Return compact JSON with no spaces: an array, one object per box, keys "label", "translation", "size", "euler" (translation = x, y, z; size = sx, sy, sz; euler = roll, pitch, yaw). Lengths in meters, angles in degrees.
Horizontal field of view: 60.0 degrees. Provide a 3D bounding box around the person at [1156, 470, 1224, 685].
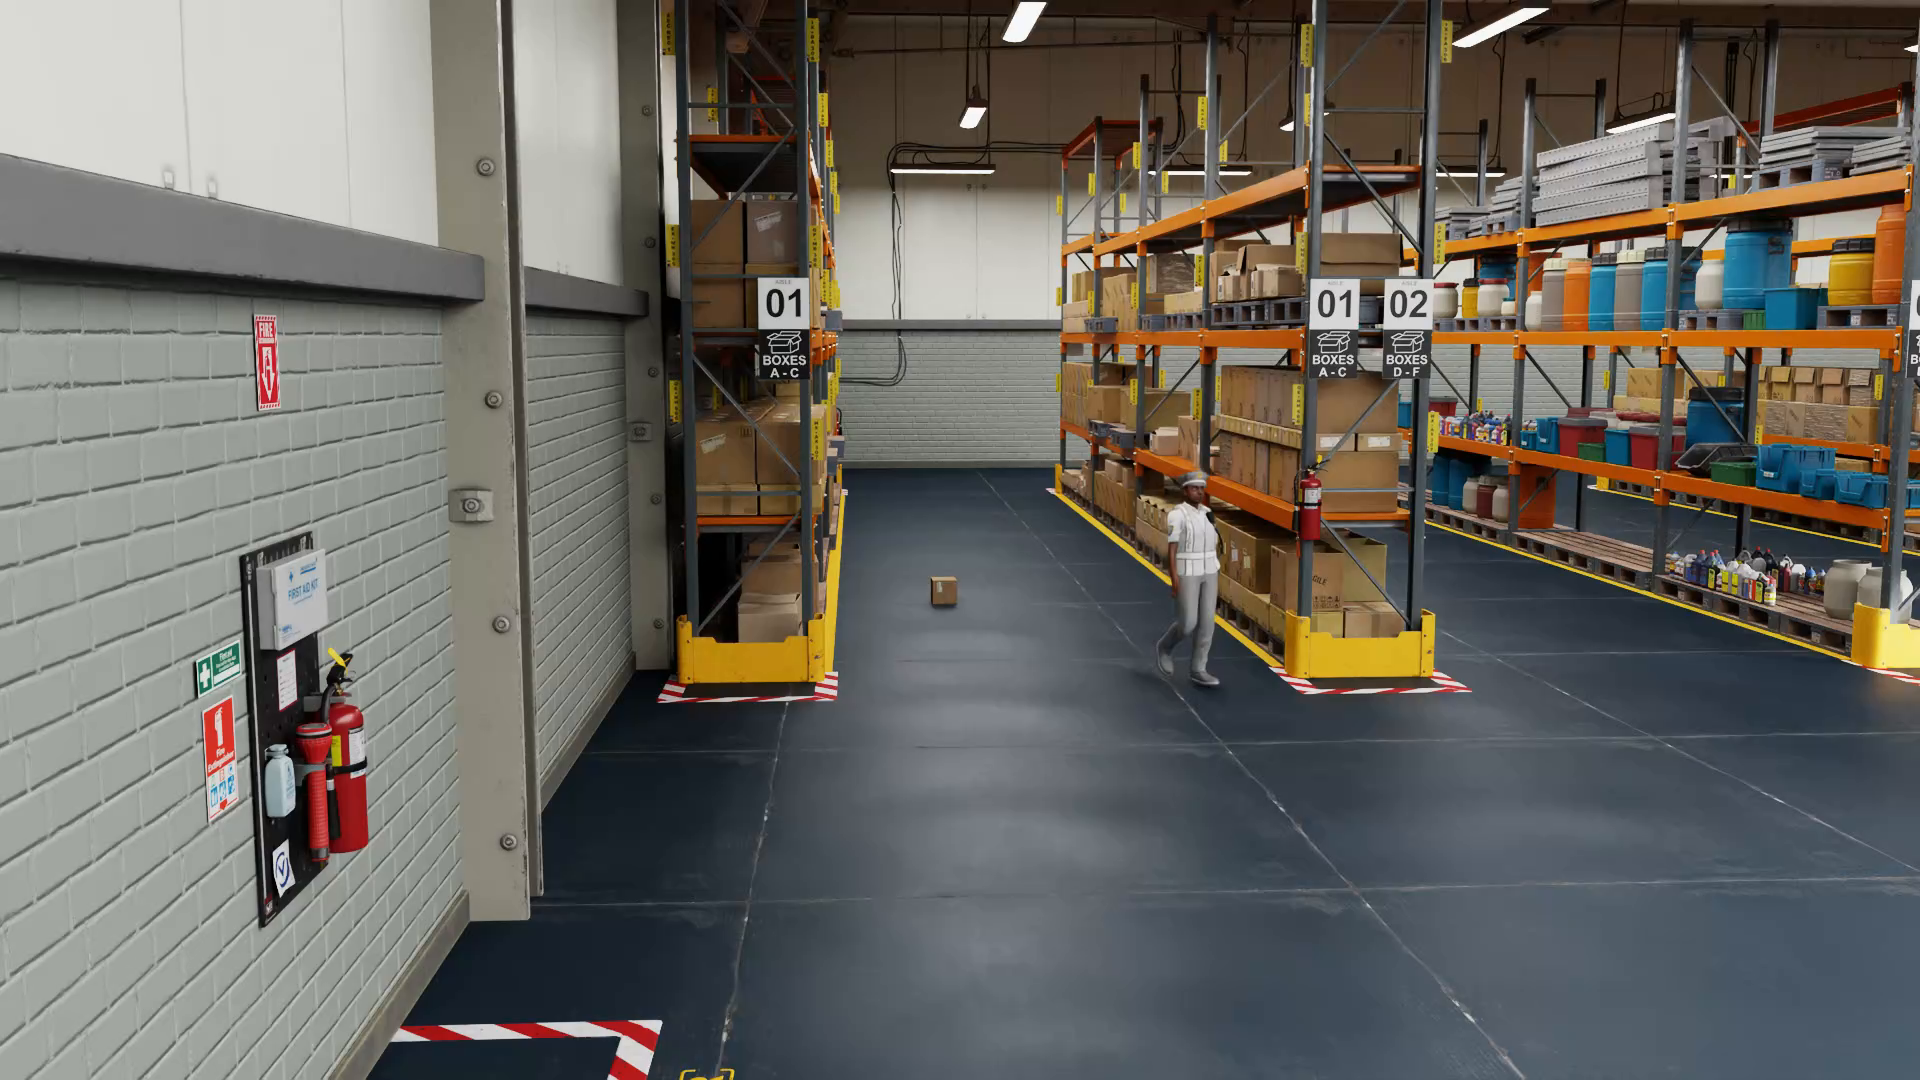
[{"label":"person","translation":[1.835,0.285,13.116],"size":[0.449,1.676,0.549],"euler":[-4,8,-29]}]
